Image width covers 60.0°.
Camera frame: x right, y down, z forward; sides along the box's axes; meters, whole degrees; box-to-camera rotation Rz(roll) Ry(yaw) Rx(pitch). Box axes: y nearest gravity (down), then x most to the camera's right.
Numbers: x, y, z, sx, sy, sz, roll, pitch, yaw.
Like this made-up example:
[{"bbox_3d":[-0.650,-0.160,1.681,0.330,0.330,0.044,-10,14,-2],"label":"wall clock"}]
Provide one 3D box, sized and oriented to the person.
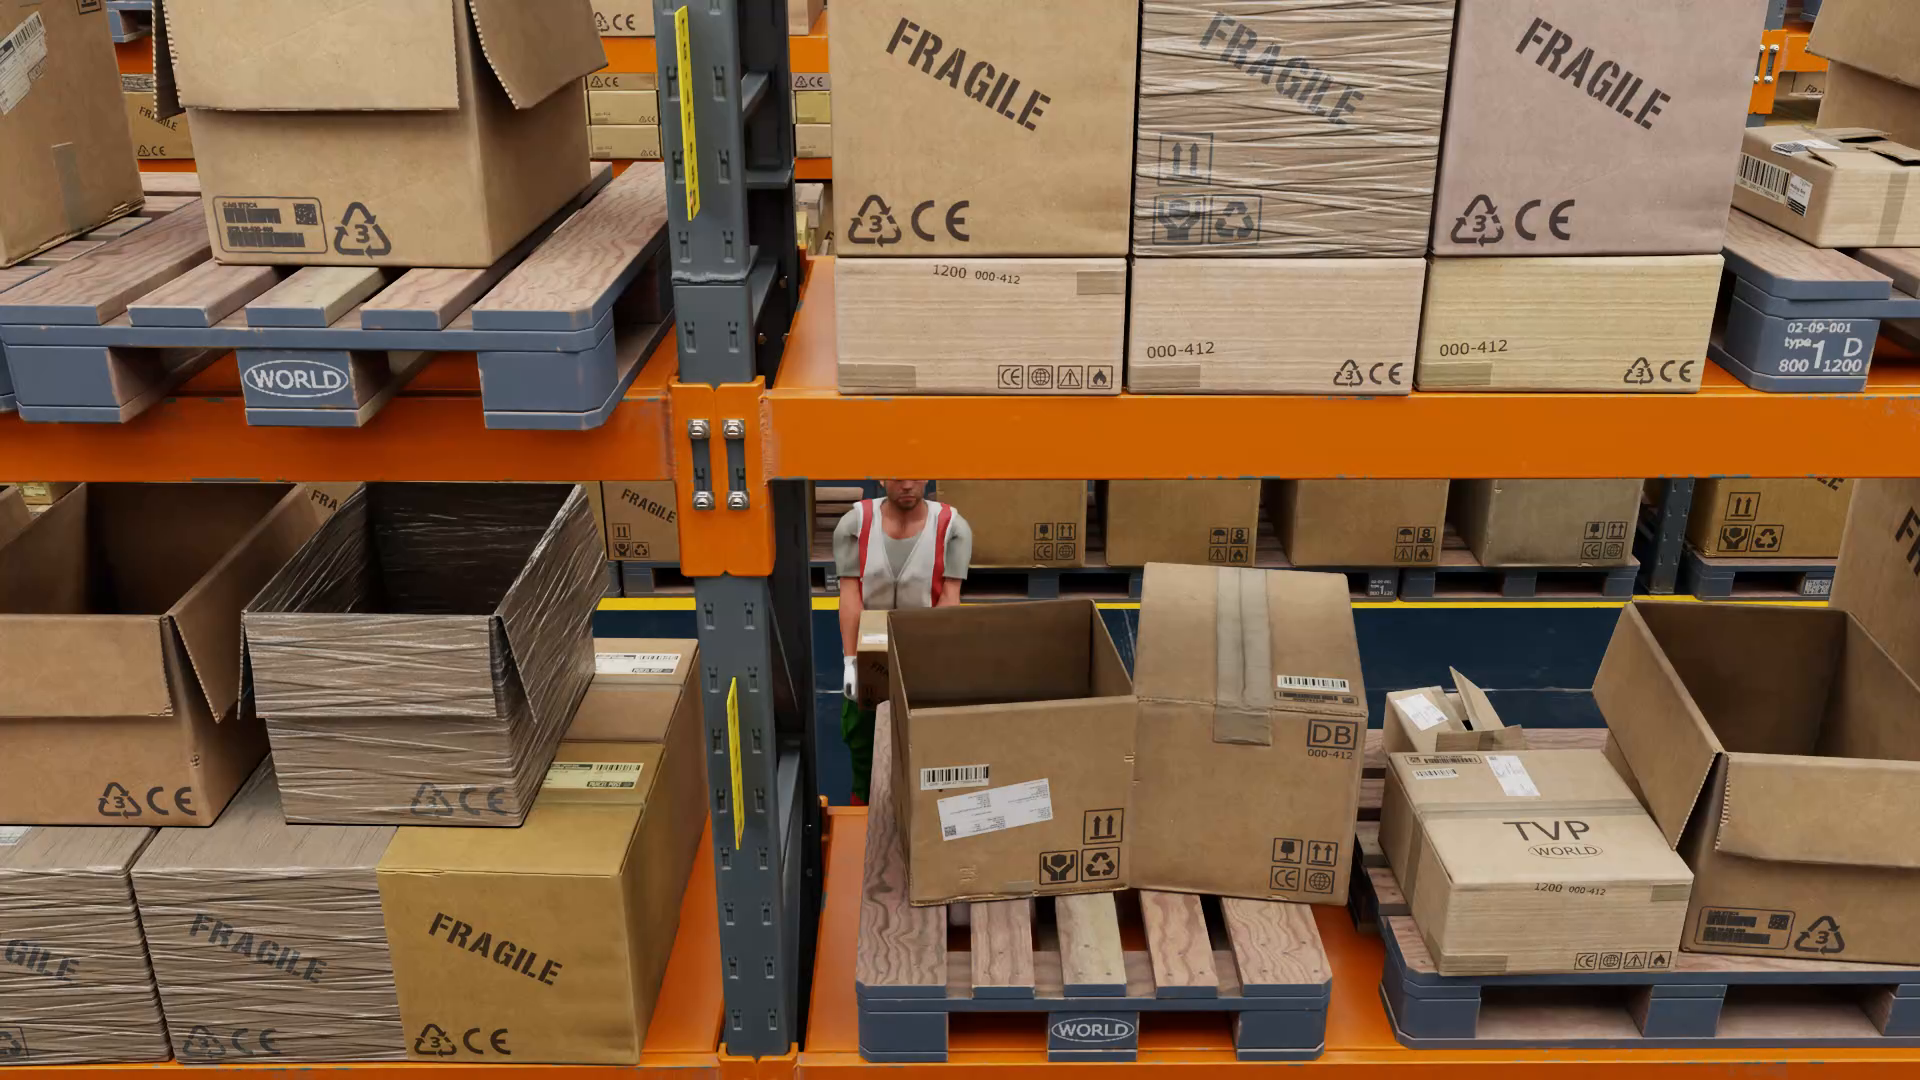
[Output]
[{"bbox_3d":[-0.205,0.494,5.964,0.494,1.782,0.560,0,24,1],"label":"person"}]
